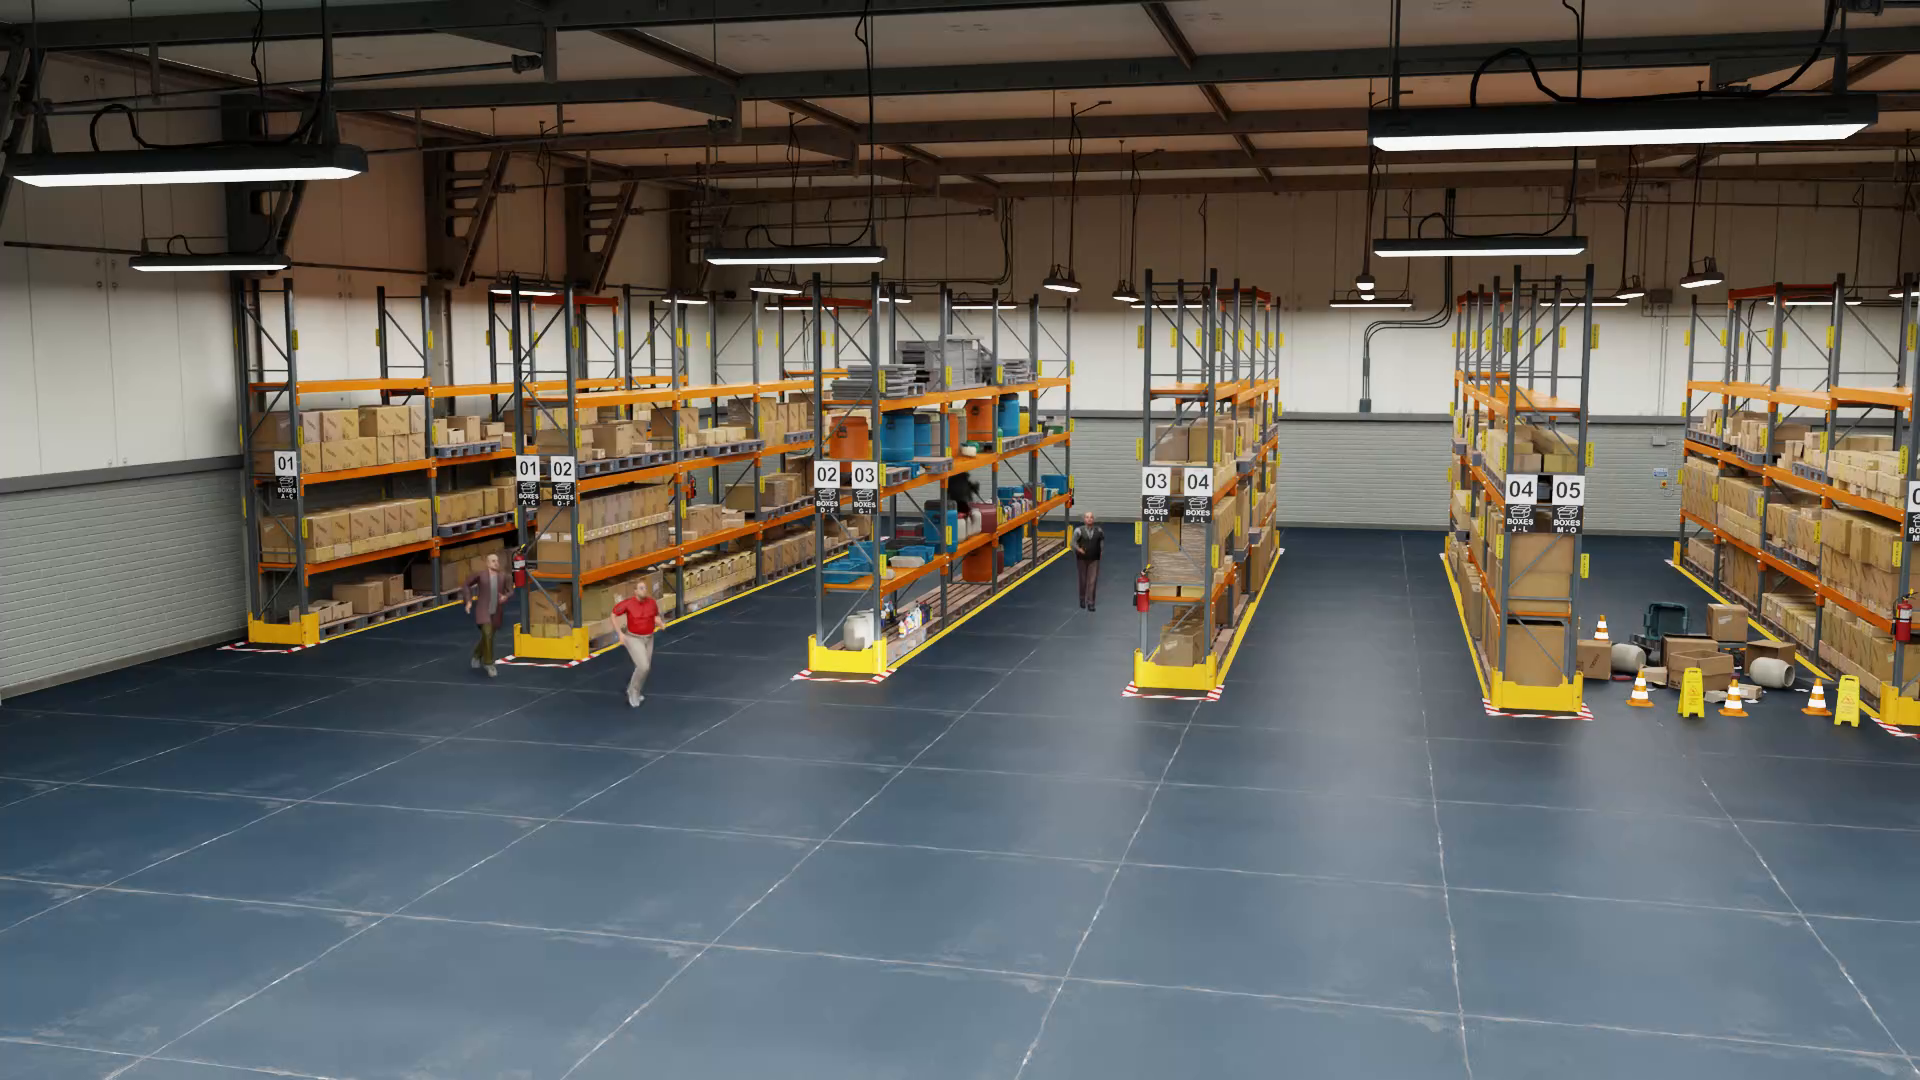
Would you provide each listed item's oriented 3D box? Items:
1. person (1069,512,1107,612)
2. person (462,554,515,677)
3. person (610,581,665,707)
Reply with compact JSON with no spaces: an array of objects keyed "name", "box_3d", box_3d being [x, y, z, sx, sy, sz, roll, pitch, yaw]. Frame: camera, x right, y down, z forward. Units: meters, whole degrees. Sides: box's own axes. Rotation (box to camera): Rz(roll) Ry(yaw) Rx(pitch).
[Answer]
[{"name":"person","box_3d":[2.251,0.379,29.043,0.670,1.729,0.812,0,7,-4]},{"name":"person","box_3d":[-7.071,1.107,25.140,0.710,1.770,0.984,-5,9,-37]},{"name":"person","box_3d":[-4.376,1.433,22.892,0.724,1.756,0.653,6,9,39]}]
